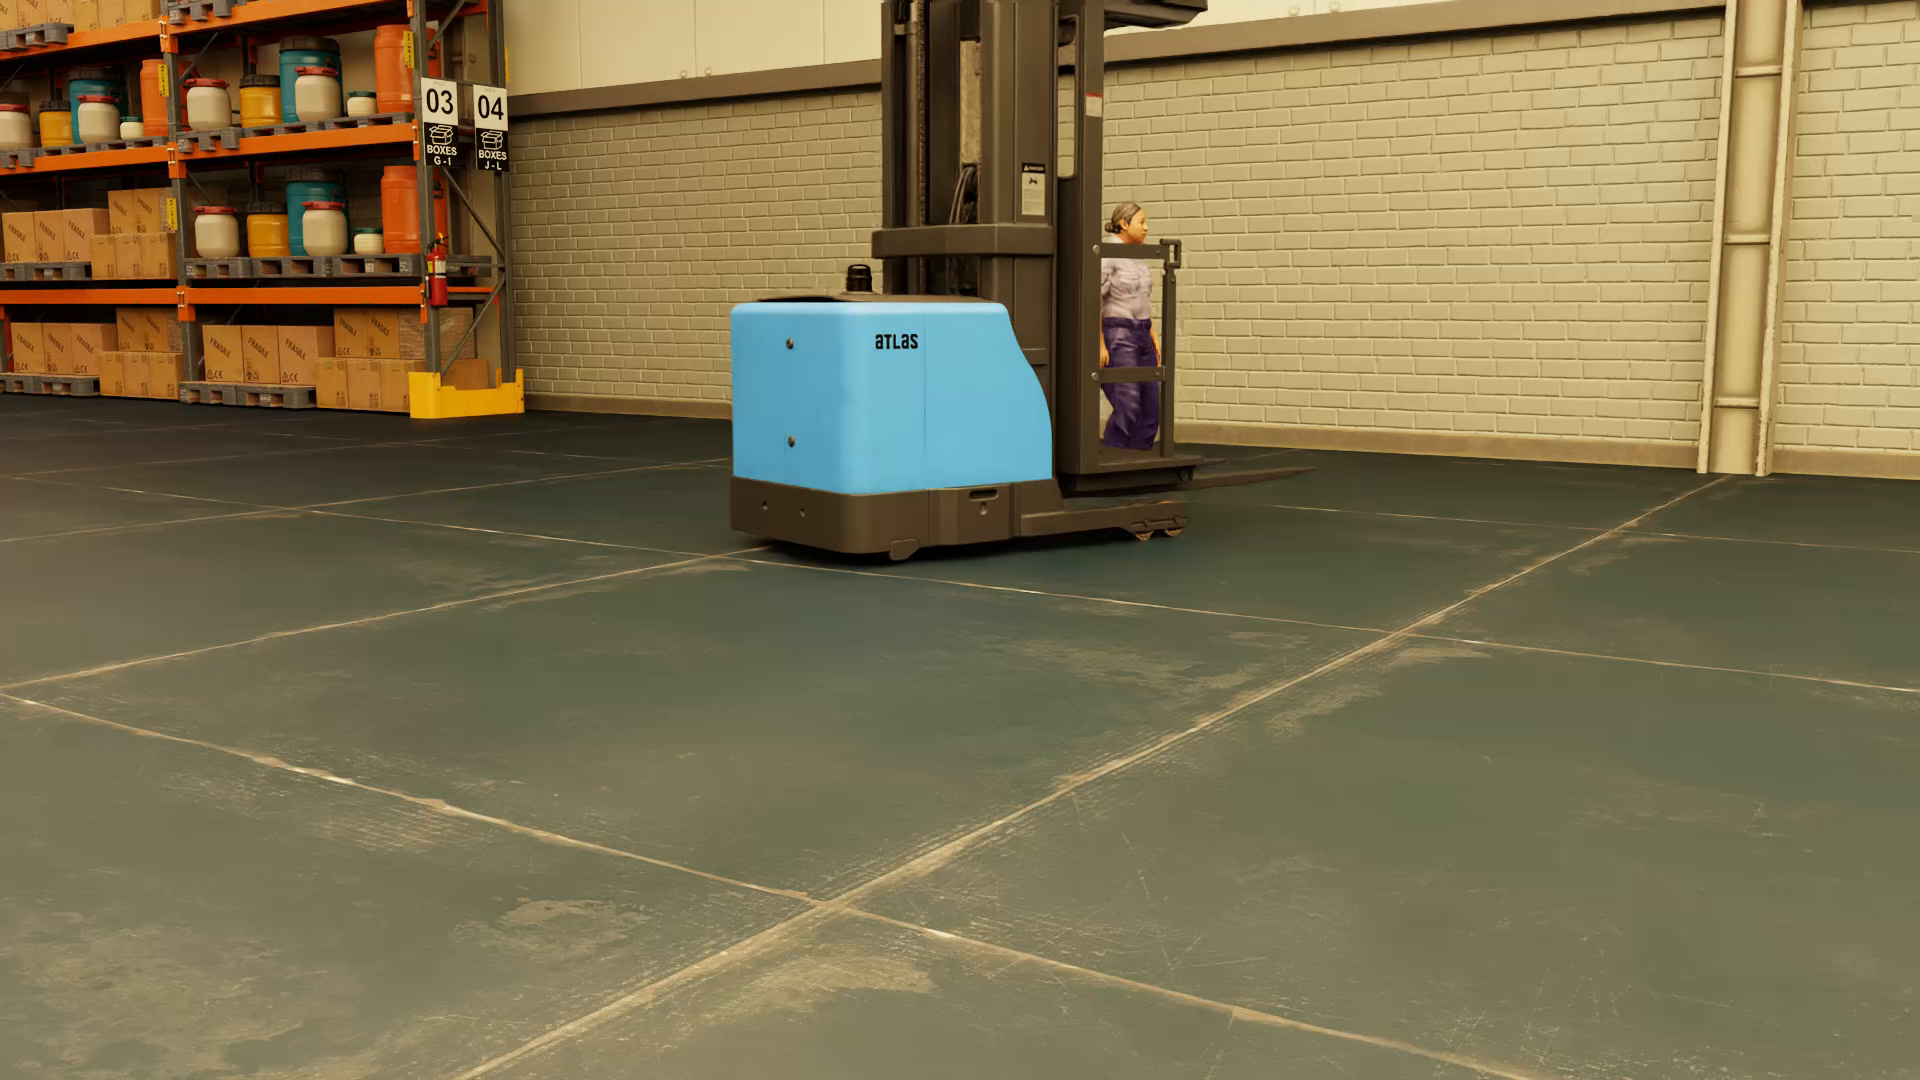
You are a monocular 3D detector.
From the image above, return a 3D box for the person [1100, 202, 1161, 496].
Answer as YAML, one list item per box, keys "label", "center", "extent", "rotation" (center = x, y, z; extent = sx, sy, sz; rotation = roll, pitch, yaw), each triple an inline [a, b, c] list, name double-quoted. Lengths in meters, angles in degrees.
- label: "person"
  center: [0.964, -1.097, 9.497]
  extent: [0.398, 1.641, 0.636]
  rotation: [5, 10, 32]

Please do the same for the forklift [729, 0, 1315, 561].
- label: "forklift"
  center: [0.446, -1.507, 7.791]
  extent: [3.031, 2.935, 1.130]
  rotation: [-6, 10, -37]
